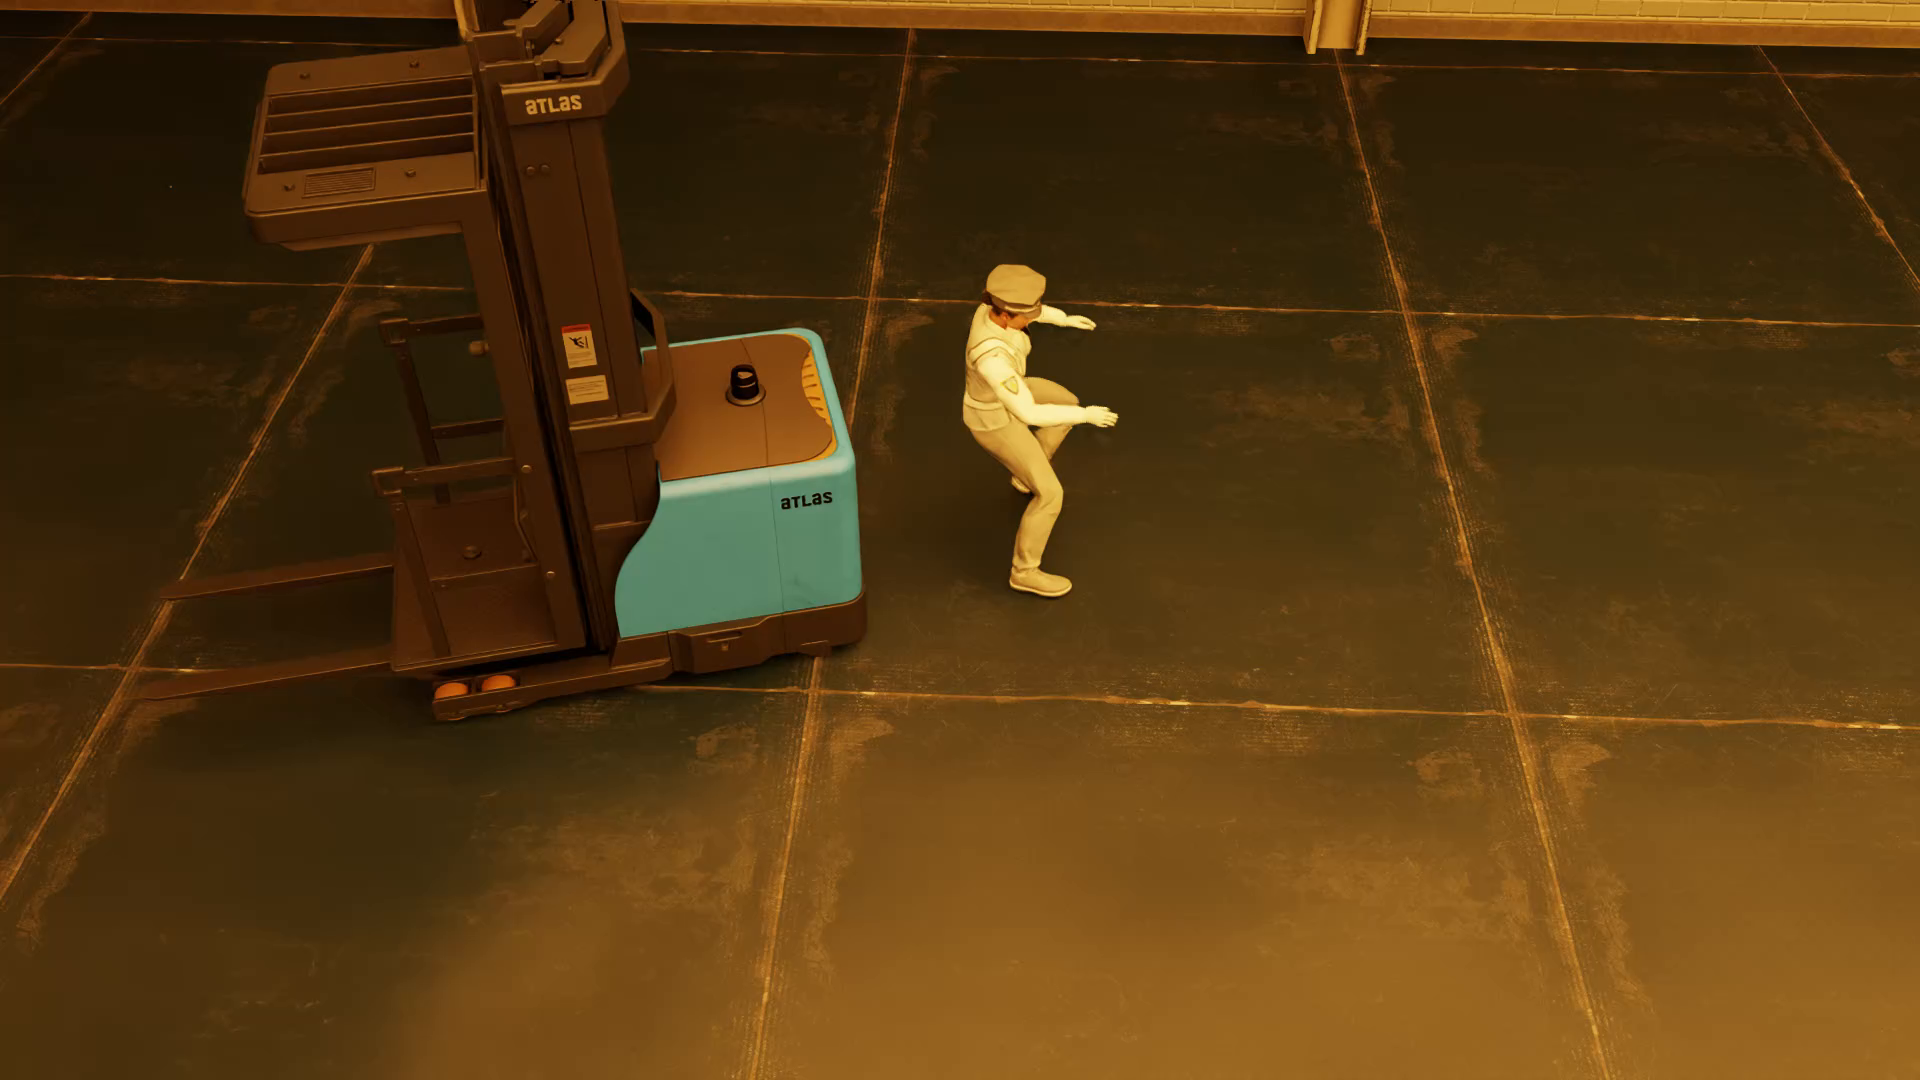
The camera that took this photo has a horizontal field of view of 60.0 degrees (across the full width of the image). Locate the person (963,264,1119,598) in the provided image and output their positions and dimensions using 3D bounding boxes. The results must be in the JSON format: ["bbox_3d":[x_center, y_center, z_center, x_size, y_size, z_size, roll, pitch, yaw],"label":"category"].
[{"bbox_3d":[0.363,-0.588,7.470,0.710,1.470,0.906,6,43,6],"label":"person"}]

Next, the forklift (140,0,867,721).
[{"bbox_3d":[-1.984,-0.708,6.518,3.031,2.935,1.130,-9,43,-9],"label":"forklift"}]
